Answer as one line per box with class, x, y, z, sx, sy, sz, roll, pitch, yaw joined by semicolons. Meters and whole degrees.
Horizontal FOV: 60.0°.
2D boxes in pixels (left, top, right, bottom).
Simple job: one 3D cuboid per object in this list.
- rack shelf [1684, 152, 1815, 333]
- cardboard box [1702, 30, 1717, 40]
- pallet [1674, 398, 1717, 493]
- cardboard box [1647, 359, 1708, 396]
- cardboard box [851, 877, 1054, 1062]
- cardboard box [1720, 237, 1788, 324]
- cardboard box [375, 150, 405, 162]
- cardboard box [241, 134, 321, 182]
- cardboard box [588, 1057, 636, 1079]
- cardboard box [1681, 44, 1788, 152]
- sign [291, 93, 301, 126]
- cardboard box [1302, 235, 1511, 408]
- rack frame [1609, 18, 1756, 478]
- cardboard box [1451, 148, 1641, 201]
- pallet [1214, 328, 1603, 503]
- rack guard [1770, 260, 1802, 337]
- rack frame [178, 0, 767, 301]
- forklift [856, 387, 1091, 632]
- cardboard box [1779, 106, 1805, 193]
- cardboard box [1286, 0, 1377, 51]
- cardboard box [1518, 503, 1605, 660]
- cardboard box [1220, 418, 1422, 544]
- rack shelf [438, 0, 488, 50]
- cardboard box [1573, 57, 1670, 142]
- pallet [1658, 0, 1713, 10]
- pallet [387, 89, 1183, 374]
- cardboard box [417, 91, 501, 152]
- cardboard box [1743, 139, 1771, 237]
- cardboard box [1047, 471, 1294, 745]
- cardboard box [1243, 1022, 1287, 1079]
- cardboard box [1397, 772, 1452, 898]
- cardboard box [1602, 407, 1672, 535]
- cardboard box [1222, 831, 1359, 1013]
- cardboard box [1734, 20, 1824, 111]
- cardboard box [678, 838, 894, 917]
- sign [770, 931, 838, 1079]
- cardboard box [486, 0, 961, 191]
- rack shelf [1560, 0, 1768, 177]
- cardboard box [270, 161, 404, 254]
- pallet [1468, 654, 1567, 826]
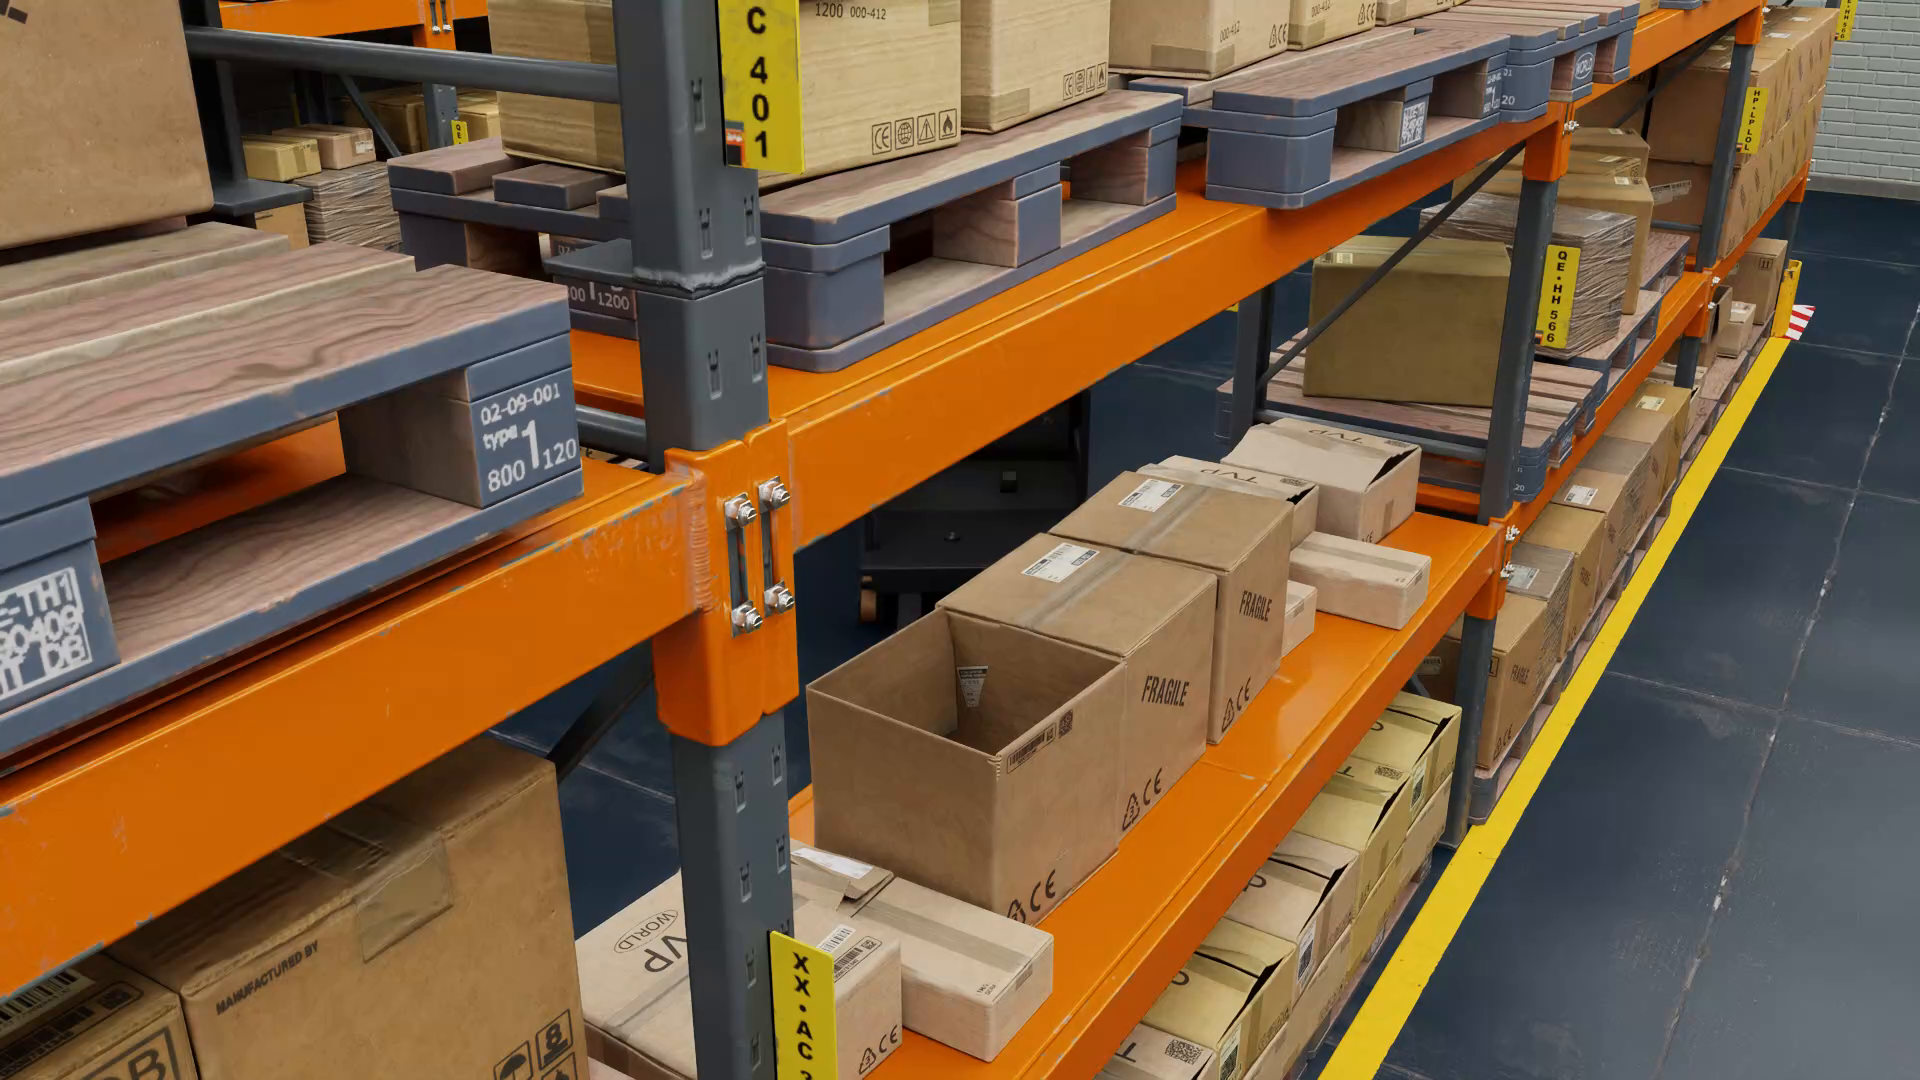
rack shelf;4.596;-2.053;10.623;1.077;0.370;4.000;14;27;29
cardboard box;4.388;-2.951;10.407;0.500;0.500;0.500;14;27;28
pallet;3.904;-0.660;10.010;1.003;0.211;1.213;14;27;29
cardboard box;4.394;-1.000;10.298;0.380;0.166;0.250;14;27;29
cardboard box;-0.038;0.851;3.325;0.380;0.149;0.250;14;27;29
cardboard box;5.574;-1.878;11.905;0.500;0.500;0.500;14;27;29
cardboard box;-2.754;-1.801;8.610;0.500;0.500;0.500;14;27;29
cardboard box;-3.093;-1.706;7.419;0.380;0.149;0.250;9;25;20
cardboard box;-0.640;0.785;2.219;0.380;0.149;0.250;14;27;29
cardboard box;4.301;-2.487;9.336;0.500;0.500;0.500;13;27;27
sign;-3.252;-2.042;8.233;0.100;0.325;0.005;14;27;29
cardboard box;1.668;-0.833;6.244;0.700;0.500;0.500;5;24;11
rack frame;3.541;-1.708;8.921;1.000;3.000;0.127;14;27;29
cardboard box;2.792;-1.589;7.989;0.700;0.500;0.500;19;30;37
pallet;1.729;-0.514;6.403;1.213;0.211;1.003;14;27;29
rack guard;5.611;-1.886;12.476;1.175;0.500;0.348;14;27;29
rack frame;-0.679;-1.761;1.492;1.000;3.000;0.127;14;27;29
forklift;0.064;-1.080;7.555;1.130;2.935;3.031;-1;23;-1
cardboard box;5.108;-2.553;10.746;0.500;0.500;0.500;14;27;29
cardboard box;0.667;-1.322;3.913;0.500;0.250;0.500;13;27;28
cardboard box;2.454;0.147;7.227;0.500;0.500;0.500;13;27;28
cardboard box;1.202;-0.204;5.557;0.500;0.311;0.500;16;28;32
rack shelf;-1.724;-3.117;9.303;1.077;0.370;4.000;14;27;29
cardboard box;3.588;-2.438;9.222;0.500;0.500;0.500;14;27;29
pallet;2.593;-2.443;7.077;1.213;0.211;1.003;14;27;29
pallet;-0.225;-0.597;2.819;0.805;0.209;1.217;13;26;27
cardboard box;-2.305;-2.040;8.217;0.500;0.250;0.500;15;27;30
cardboard box;4.309;-2.043;9.567;0.500;0.500;0.500;14;27;30
cardboard box;0.560;0.166;4.466;0.500;0.500;0.500;12;26;26
cardboard box;0.555;1.458;4.540;0.500;0.250;0.500;14;27;30
cardboard box;1.361;0.940;5.737;0.500;0.250;0.500;15;27;30
cardboard box;3.256;-0.371;8.425;0.500;0.500;0.500;14;27;29
cardboard box;0.827;1.028;4.825;0.500;0.311;0.500;14;27;29
cardboard box;5.115;-3.009;10.540;0.500;0.500;0.500;15;27;30
cardboard box;-0.371;0.718;3.484;0.396;0.266;0.258;13;27;28
sign;-0.206;0.674;2.228;0.100;0.325;0.005;14;27;29
cardboard box;-0.346;-0.715;2.510;0.500;0.250;0.500;17;29;34
rack shelf;2.486;-2.080;6.908;1.077;0.370;4.000;14;27;29
cardboard box;-3.019;-1.482;7.718;0.700;0.500;0.500;11;26;23
pallet;1.857;0.677;6.920;1.003;0.211;1.213;14;27;29
